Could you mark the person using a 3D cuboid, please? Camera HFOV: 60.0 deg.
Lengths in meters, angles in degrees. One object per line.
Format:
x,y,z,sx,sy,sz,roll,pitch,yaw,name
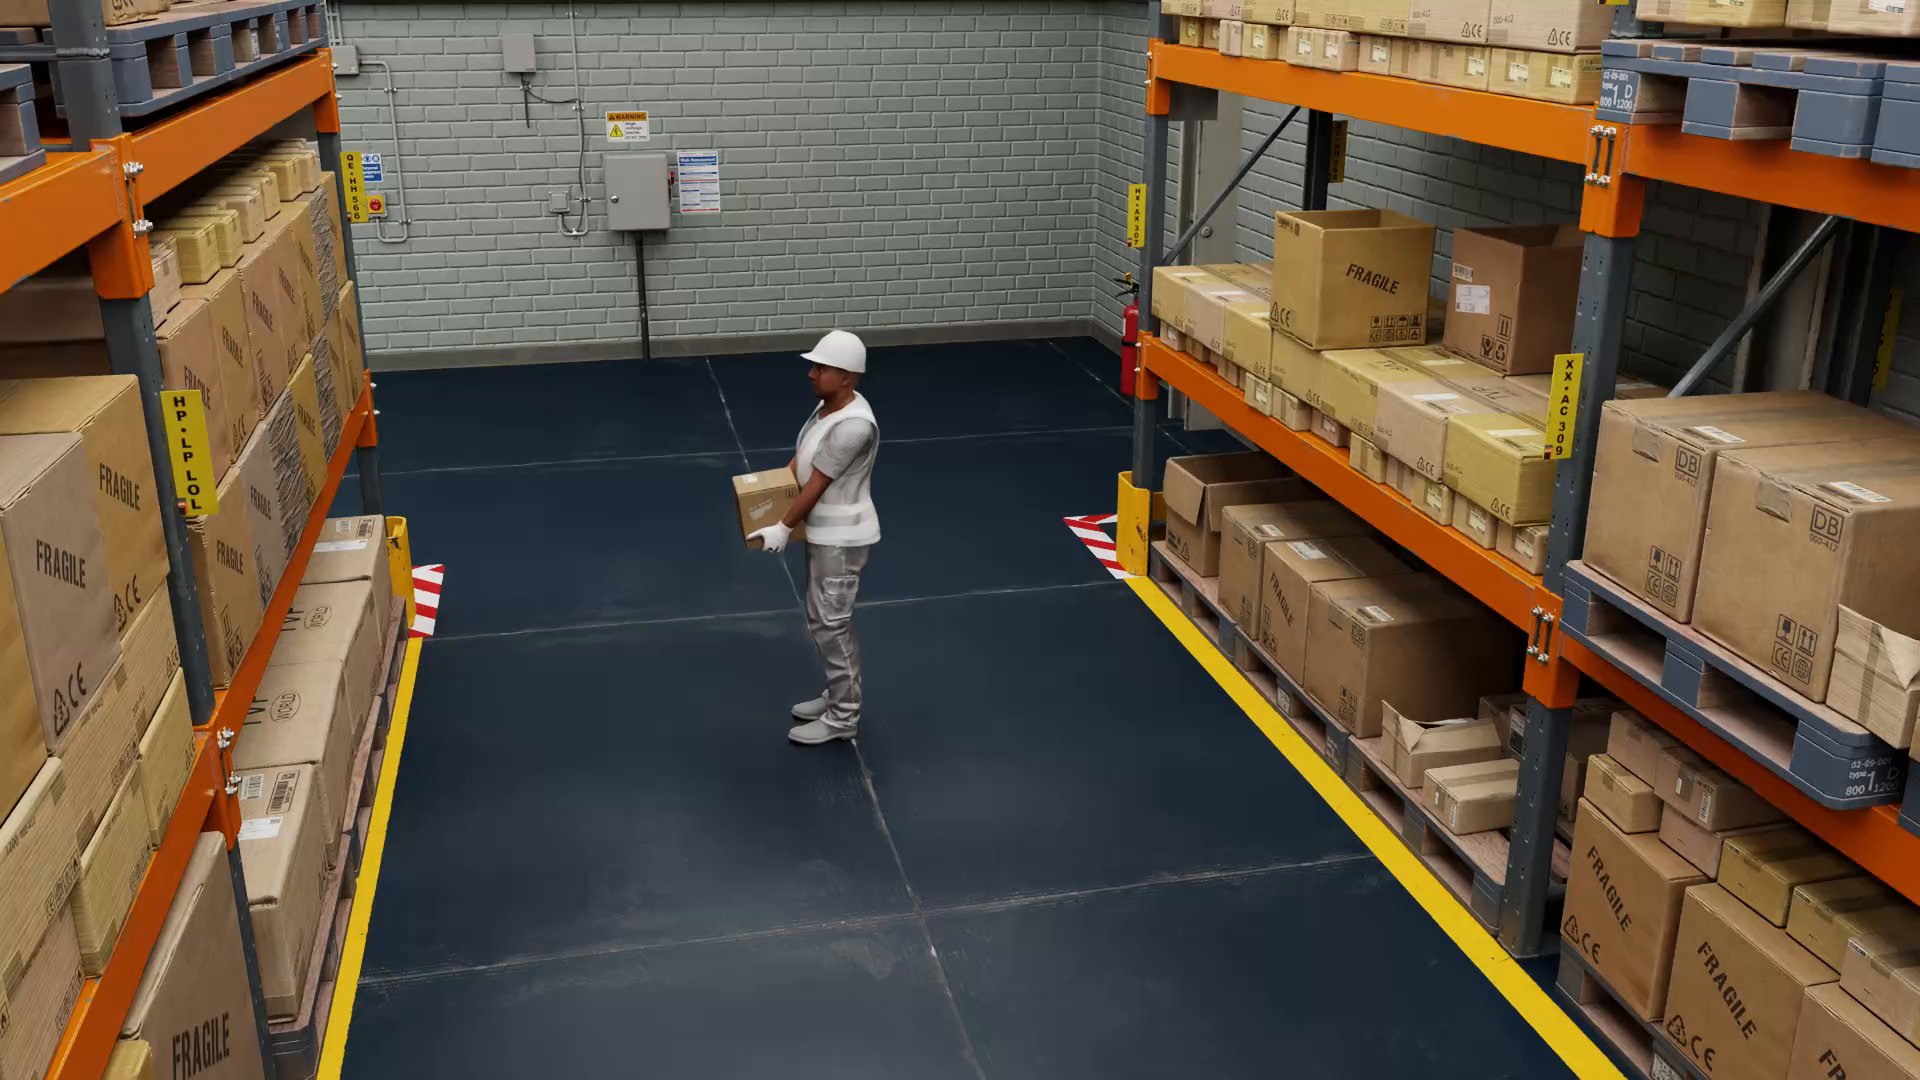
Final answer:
-0.629,-0.002,7.045,0.573,1.781,0.489,-4,20,-12,person
